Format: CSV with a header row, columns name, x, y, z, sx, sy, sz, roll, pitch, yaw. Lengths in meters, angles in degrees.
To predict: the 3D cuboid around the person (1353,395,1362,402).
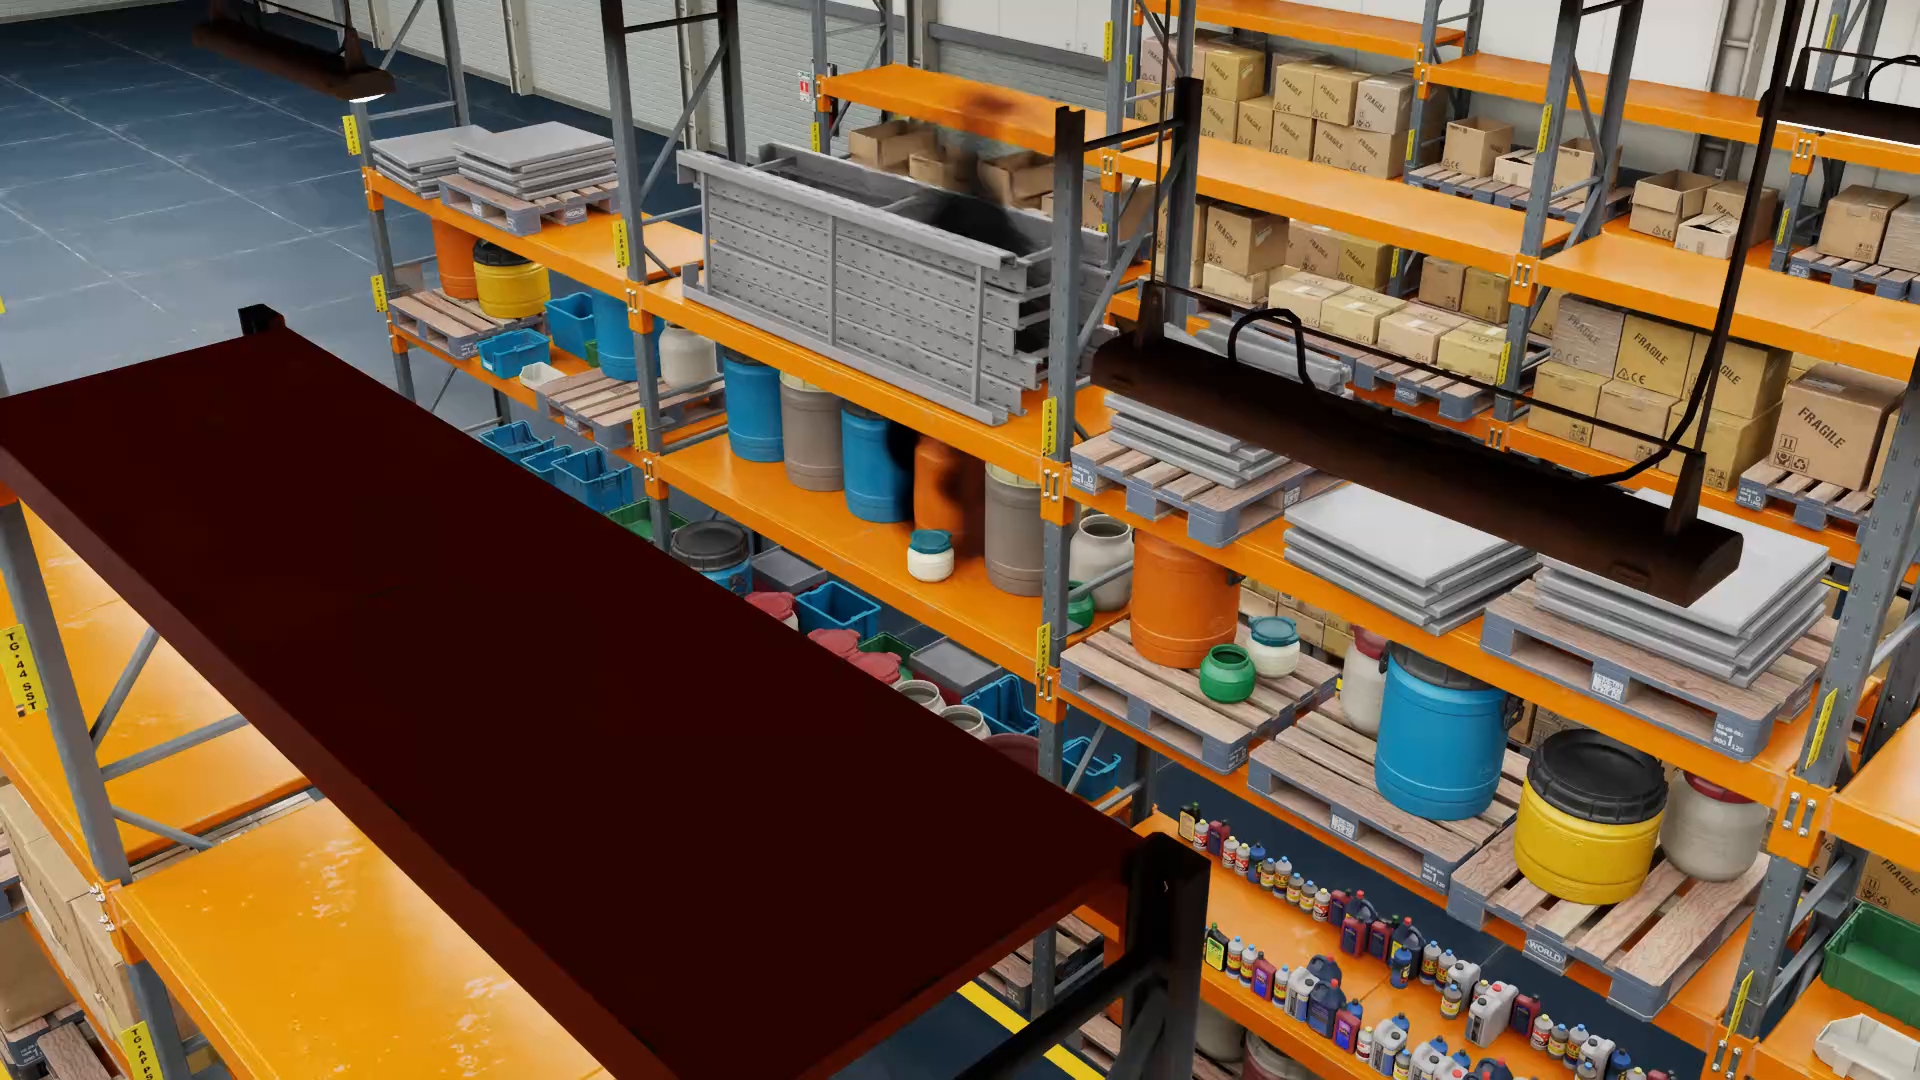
name,x,y,z,sx,sy,sz,roll,pitch,yaw
person,3.796,-1.000,16.861,0.768,1.795,0.675,24,36,37
